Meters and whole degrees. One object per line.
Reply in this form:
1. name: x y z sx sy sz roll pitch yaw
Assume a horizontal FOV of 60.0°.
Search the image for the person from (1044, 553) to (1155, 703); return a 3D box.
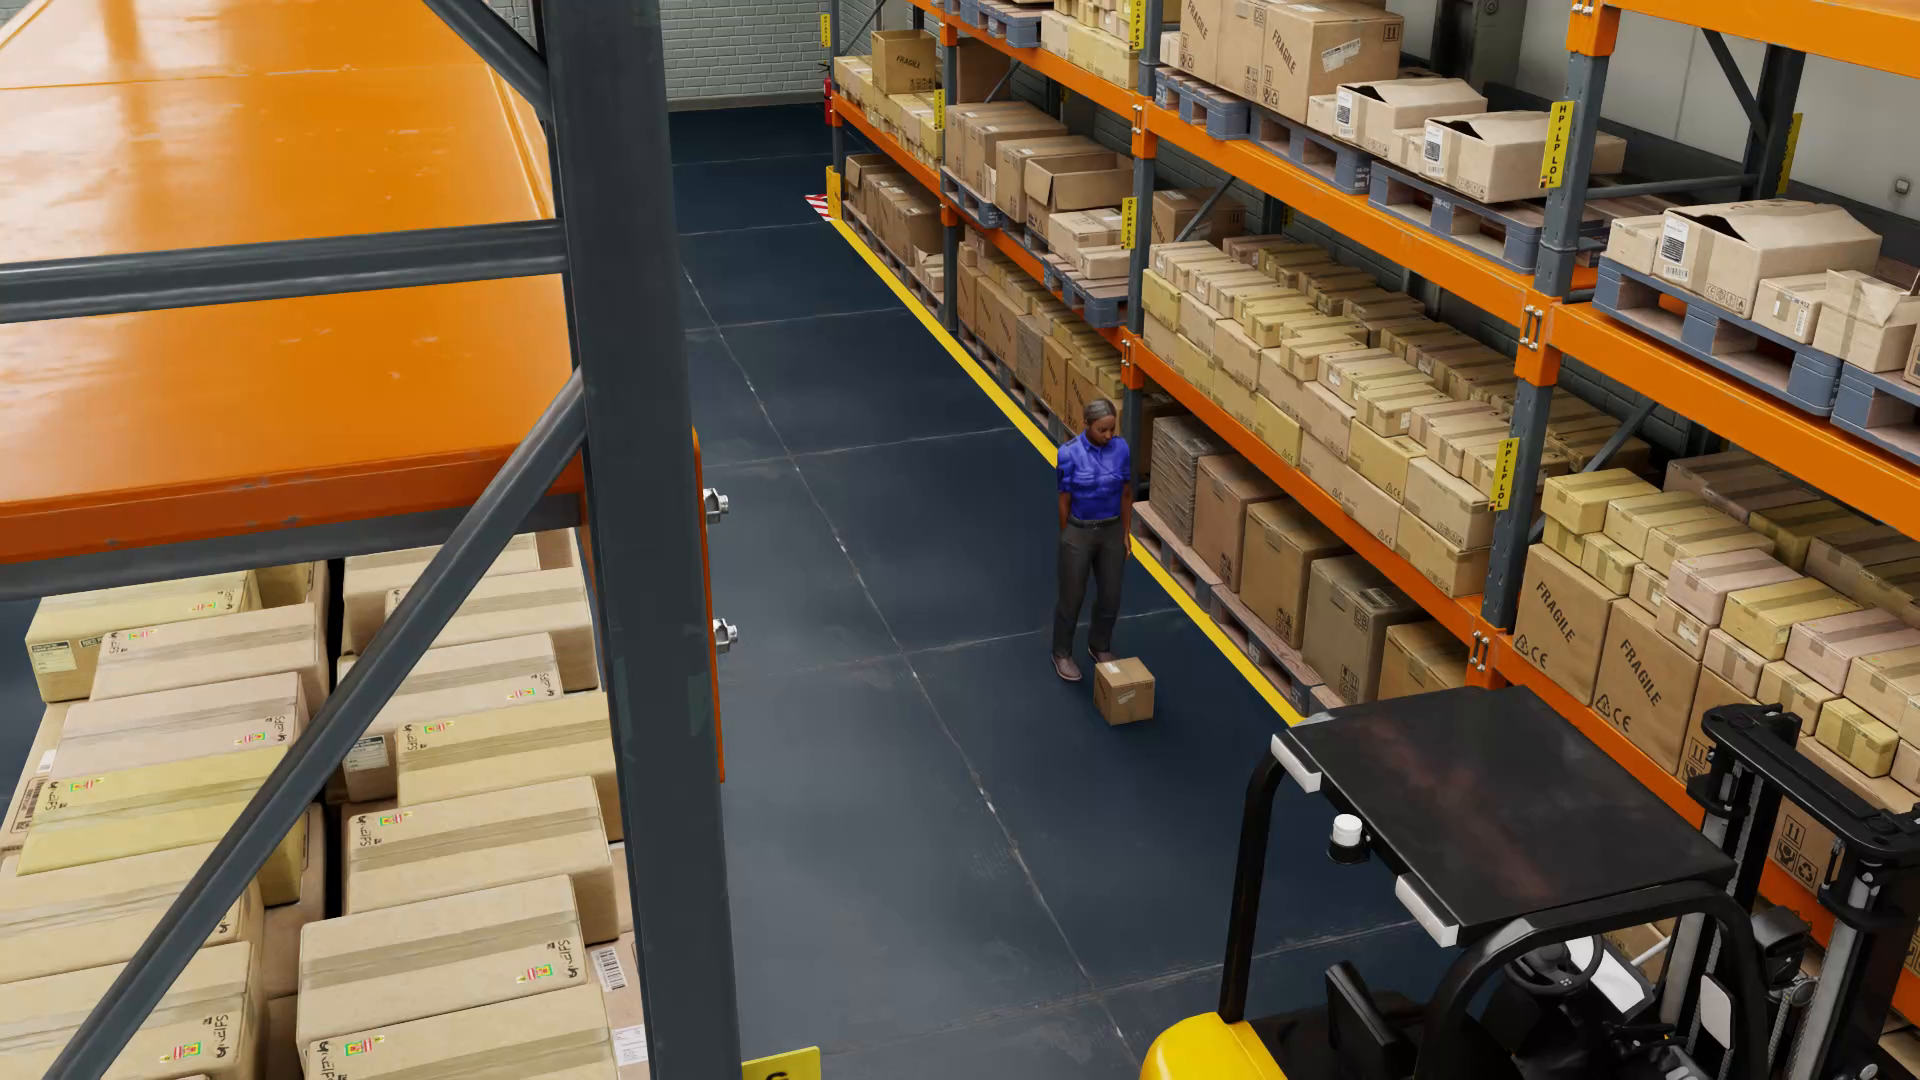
1. person: 0.780 0.409 9.222 0.481 0.845 0.820 -9 28 -18
